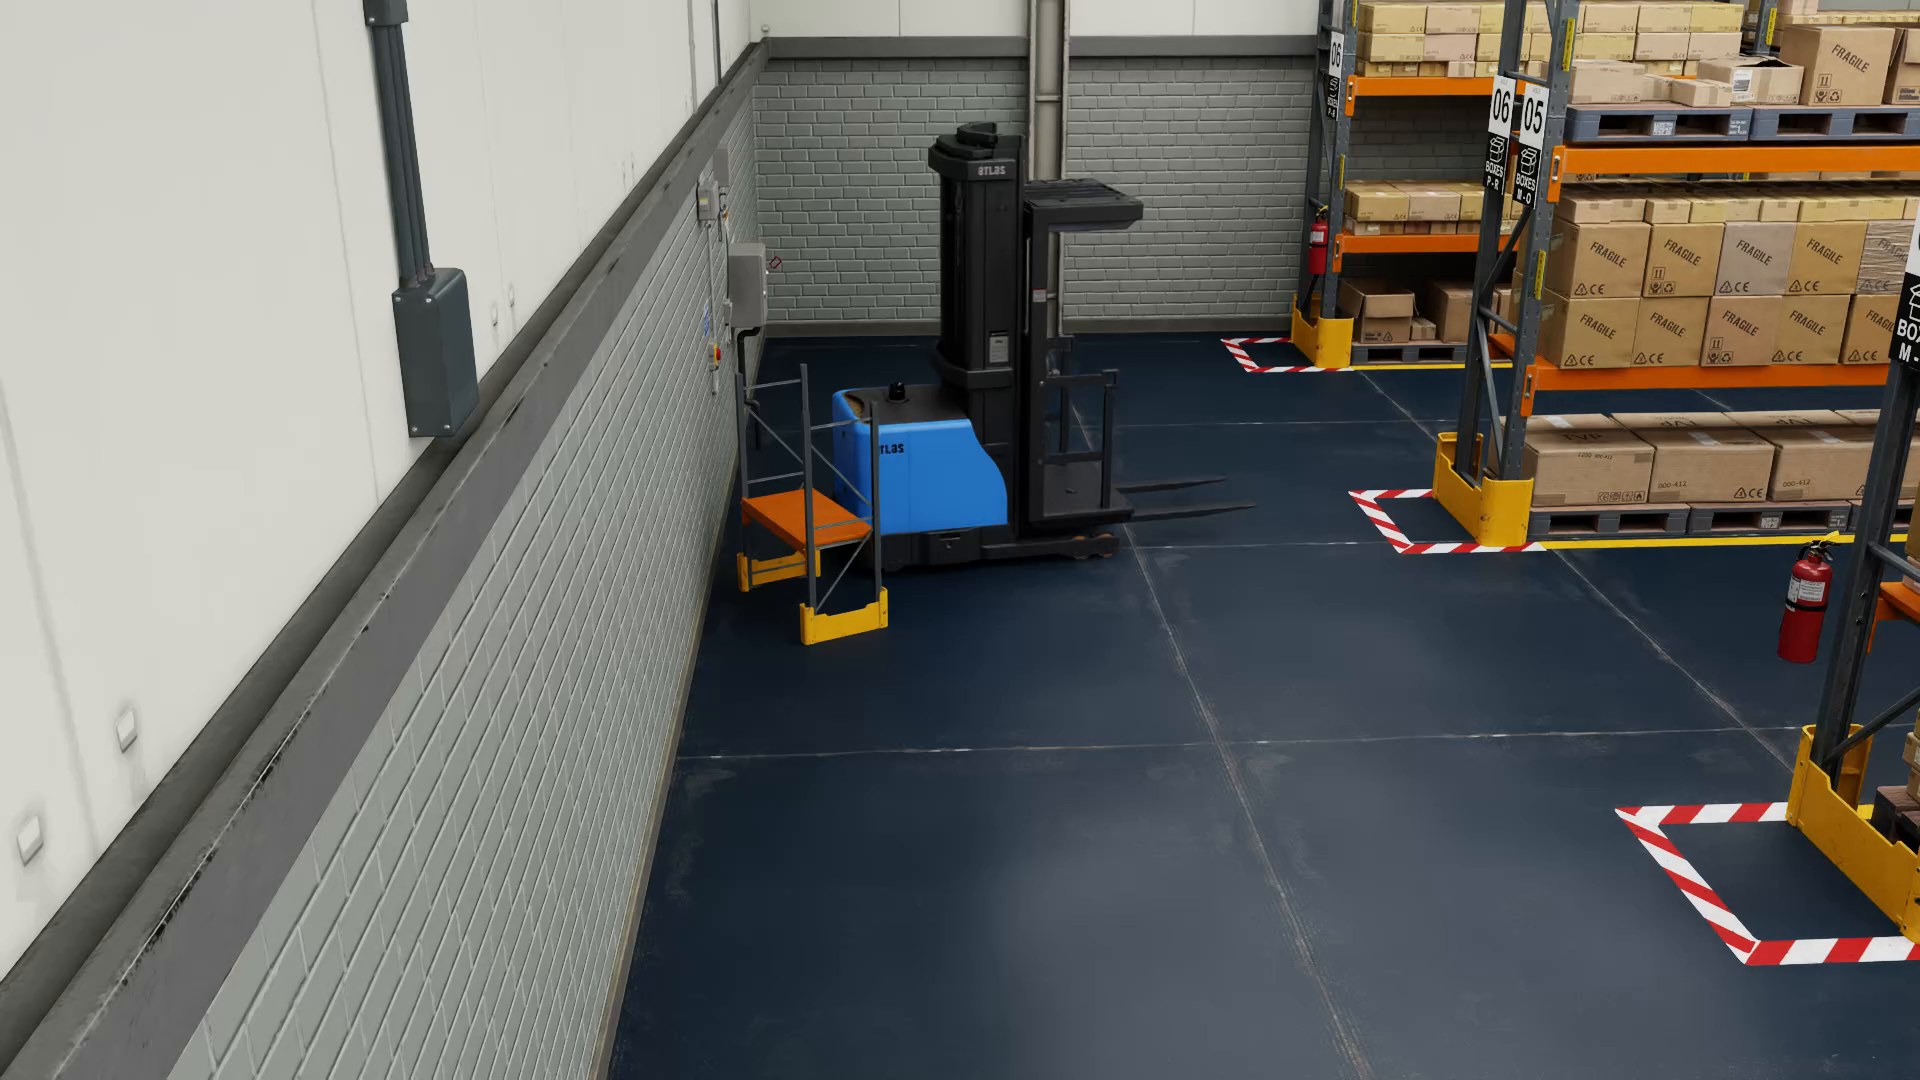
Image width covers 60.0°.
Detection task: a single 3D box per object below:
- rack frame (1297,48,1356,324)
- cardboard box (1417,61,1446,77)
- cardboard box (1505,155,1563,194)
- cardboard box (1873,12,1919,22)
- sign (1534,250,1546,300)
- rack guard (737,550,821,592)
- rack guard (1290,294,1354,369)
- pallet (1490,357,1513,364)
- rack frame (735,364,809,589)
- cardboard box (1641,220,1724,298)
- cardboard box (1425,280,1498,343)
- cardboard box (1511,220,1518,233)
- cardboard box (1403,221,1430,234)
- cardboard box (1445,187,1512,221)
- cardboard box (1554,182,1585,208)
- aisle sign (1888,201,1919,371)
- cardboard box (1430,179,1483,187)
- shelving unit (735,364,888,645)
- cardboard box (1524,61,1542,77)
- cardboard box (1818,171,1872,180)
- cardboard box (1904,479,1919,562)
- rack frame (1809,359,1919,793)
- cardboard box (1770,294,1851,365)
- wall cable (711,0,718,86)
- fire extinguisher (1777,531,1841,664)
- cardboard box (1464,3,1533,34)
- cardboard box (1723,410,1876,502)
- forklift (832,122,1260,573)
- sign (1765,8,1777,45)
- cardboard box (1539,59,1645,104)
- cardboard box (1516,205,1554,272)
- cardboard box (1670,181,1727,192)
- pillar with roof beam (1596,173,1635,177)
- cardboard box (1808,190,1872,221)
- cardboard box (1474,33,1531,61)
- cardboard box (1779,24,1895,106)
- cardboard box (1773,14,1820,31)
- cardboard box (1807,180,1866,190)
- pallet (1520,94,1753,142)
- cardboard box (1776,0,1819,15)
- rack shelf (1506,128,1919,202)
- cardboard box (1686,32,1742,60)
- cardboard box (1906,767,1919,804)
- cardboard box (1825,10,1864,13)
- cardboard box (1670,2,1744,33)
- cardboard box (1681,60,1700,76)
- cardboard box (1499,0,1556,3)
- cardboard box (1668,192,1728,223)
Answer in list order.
[{"bbox_3d":[3.633,-3.324,16.635,0.127,3.000,1.000,-1,21,-3],"label":"rack frame"},{"bbox_3d":[4.482,-4.546,15.982,0.250,0.149,0.380,-1,21,-3],"label":"cardboard box"},{"bbox_3d":[5.599,-3.687,16.329,0.500,0.500,0.500,-1,21,-2],"label":"cardboard box"},{"bbox_3d":[8.975,-4.983,15.982,0.250,0.149,0.380,-1,21,-2],"label":"cardboard box"},{"bbox_3d":[3.945,-1.805,11.318,0.005,0.325,0.100,-1,21,-3],"label":"sign"},{"bbox_3d":[-1.230,0.170,11.322,0.587,0.250,0.087,-12,24,-28],"label":"rack guard"},{"bbox_3d":[3.709,-2.157,17.084,0.348,0.500,1.175,-1,21,-3],"label":"rack guard"},{"bbox_3d":[5.720,-2.062,17.241,1.213,0.211,1.003,-1,21,-3],"label":"pallet"},{"bbox_3d":[-1.231,-0.414,11.101,0.500,1.500,0.032,-12,24,-28],"label":"rack frame"},{"bbox_3d":[4.931,-1.996,11.602,0.500,0.500,0.500,-2,21,-5],"label":"cardboard box"},{"bbox_3d":[5.104,-2.334,16.959,0.500,0.500,0.700,0,21,-1],"label":"cardboard box"},{"bbox_3d":[5.527,-3.137,16.497,0.250,0.149,0.380,-1,21,-2],"label":"cardboard box"},{"bbox_3d":[4.488,-3.155,16.545,0.250,0.149,0.380,-1,21,-4],"label":"cardboard box"},{"bbox_3d":[5.110,-3.328,16.439,0.500,0.250,0.500,-2,21,-4],"label":"cardboard box"},{"bbox_3d":[4.267,-2.456,11.899,0.250,0.149,0.380,-1,21,-2],"label":"cardboard box"},{"bbox_3d":[4.213,-1.124,7.204,0.004,0.787,0.394,-1,21,-3],"label":"aisle sign"},{"bbox_3d":[5.086,-3.515,16.929,0.500,0.250,0.500,-1,21,-1],"label":"cardboard box"},{"bbox_3d":[-0.981,-0.260,10.697,0.587,1.500,1.083,-12,24,-28],"label":"shelving unit"},{"bbox_3d":[5.500,-4.529,15.937,0.250,0.149,0.380,-1,21,-3],"label":"cardboard box"},{"bbox_3d":[8.639,-3.589,16.601,0.500,0.500,0.700,-1,21,-2],"label":"cardboard box"},{"bbox_3d":[4.737,-0.090,7.584,0.500,0.500,0.500,-1,21,-2],"label":"cardboard box"},{"bbox_3d":[4.303,0.196,7.391,0.127,3.000,1.000,-1,21,-3],"label":"rack frame"},{"bbox_3d":[5.927,-1.555,11.850,0.500,0.500,0.500,0,21,-1],"label":"cardboard box"},{"bbox_3d":[-1.783,-4.416,11.072,0.029,3.000,2.355,-1,21,-3],"label":"wall cable"},{"bbox_3d":[4.025,0.247,7.888,0.183,0.674,0.296,-1,21,-3],"label":"fire extinguisher"},{"bbox_3d":[5.100,-4.967,15.825,0.500,0.250,0.500,-1,21,-4],"label":"cardboard box"},{"bbox_3d":[6.387,-0.648,12.617,0.875,0.438,0.875,-2,21,-5],"label":"cardboard box"},{"bbox_3d":[0.646,-1.406,11.696,3.031,2.935,1.130,-5,21,-13],"label":"forklift"},{"bbox_3d":[7.665,-4.856,15.717,0.005,0.325,0.100,-1,21,-3],"label":"sign"},{"bbox_3d":[4.364,-3.176,11.512,0.500,0.250,0.500,-3,21,-8],"label":"cardboard box"},{"bbox_3d":[4.387,-2.169,12.056,0.500,0.500,0.500,0,21,-1],"label":"cardboard box"},{"bbox_3d":[5.290,-2.476,11.950,0.250,0.149,0.380,-1,21,-4],"label":"cardboard box"},{"bbox_3d":[7.125,-4.985,12.568,0.400,9.000,9.100,-1,21,-3],"label":"pillar with roof beam"},{"bbox_3d":[6.099,-2.326,11.557,0.250,0.149,0.380,-1,21,-3],"label":"cardboard box"},{"bbox_3d":[5.109,-4.730,15.906,0.500,0.250,0.500,-2,21,-5],"label":"cardboard box"},{"bbox_3d":[5.941,-3.240,11.328,0.500,0.500,0.500,-1,21,-2],"label":"cardboard box"},{"bbox_3d":[7.949,-4.922,15.821,0.250,0.149,0.380,-1,21,-1],"label":"cardboard box"},{"bbox_3d":[6.311,-2.501,12.017,0.250,0.149,0.380,-1,21,-3],"label":"cardboard box"},{"bbox_3d":[4.660,-2.940,11.535,1.213,0.211,1.003,-1,21,-3],"label":"pallet"},{"bbox_3d":[7.947,-5.147,15.831,0.258,0.266,0.396,-1,21,-4],"label":"cardboard box"},{"bbox_3d":[5.916,-2.667,11.705,4.000,0.370,1.077,-1,21,-3],"label":"rack shelf"},{"bbox_3d":[7.159,-4.777,16.029,0.500,0.250,0.500,-1,21,-3],"label":"cardboard box"},{"bbox_3d":[4.817,1.247,8.046,0.250,0.149,0.380,-1,21,-2],"label":"cardboard box"},{"bbox_3d":[8.685,-5.142,16.400,0.250,0.149,0.380,-1,21,-2],"label":"cardboard box"},{"bbox_3d":[7.136,-5.014,15.948,0.500,0.250,0.500,-1,21,-3],"label":"cardboard box"},{"bbox_3d":[7.039,-4.573,16.055,0.250,0.149,0.380,-1,21,-3],"label":"cardboard box"},{"bbox_3d":[5.595,-5.161,16.336,0.500,0.250,0.500,-1,21,-3],"label":"cardboard box"},{"bbox_3d":[5.075,-2.293,11.472,0.250,0.149,0.380,-2,21,-5],"label":"cardboard box"}]
